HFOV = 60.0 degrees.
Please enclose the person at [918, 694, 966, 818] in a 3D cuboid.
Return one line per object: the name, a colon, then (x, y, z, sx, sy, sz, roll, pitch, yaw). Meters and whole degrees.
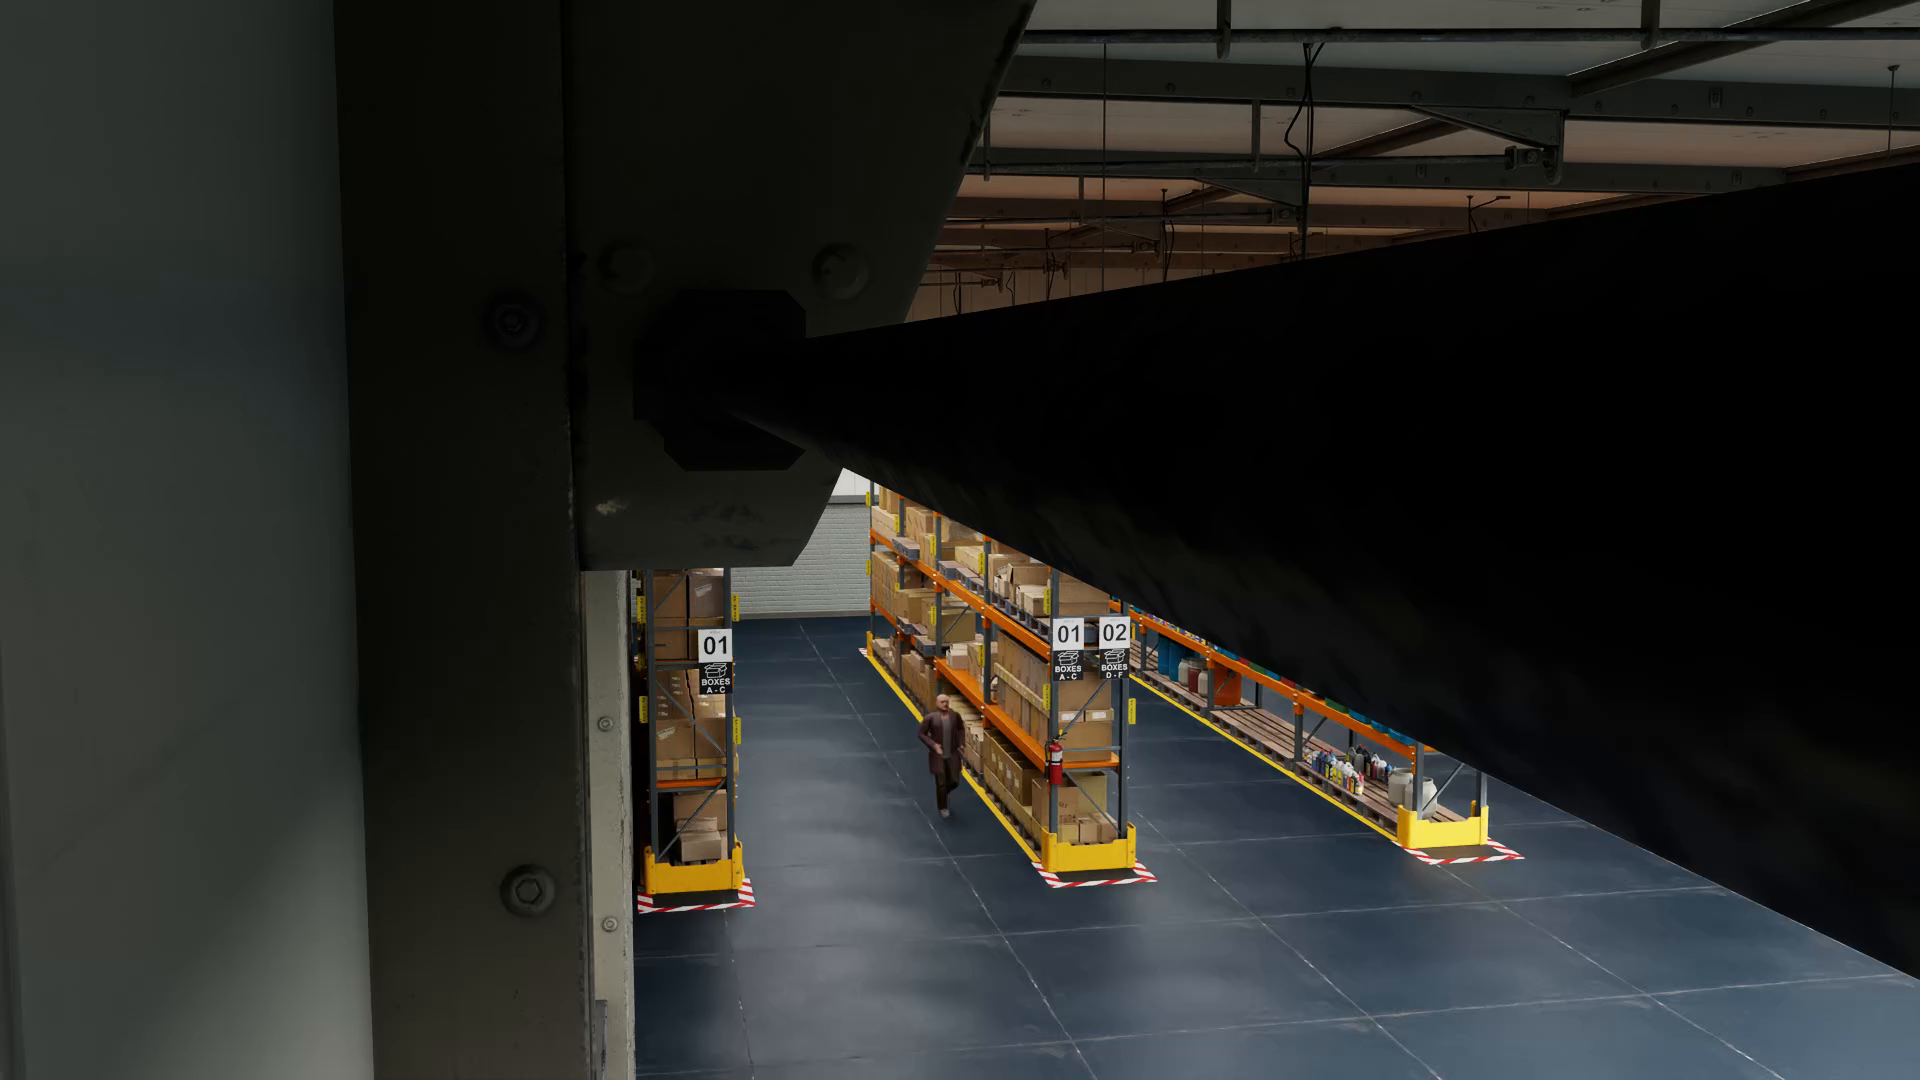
person: (-0.233, 3.032, 23.441, 0.711, 1.735, 0.636, -2, 6, -17)
